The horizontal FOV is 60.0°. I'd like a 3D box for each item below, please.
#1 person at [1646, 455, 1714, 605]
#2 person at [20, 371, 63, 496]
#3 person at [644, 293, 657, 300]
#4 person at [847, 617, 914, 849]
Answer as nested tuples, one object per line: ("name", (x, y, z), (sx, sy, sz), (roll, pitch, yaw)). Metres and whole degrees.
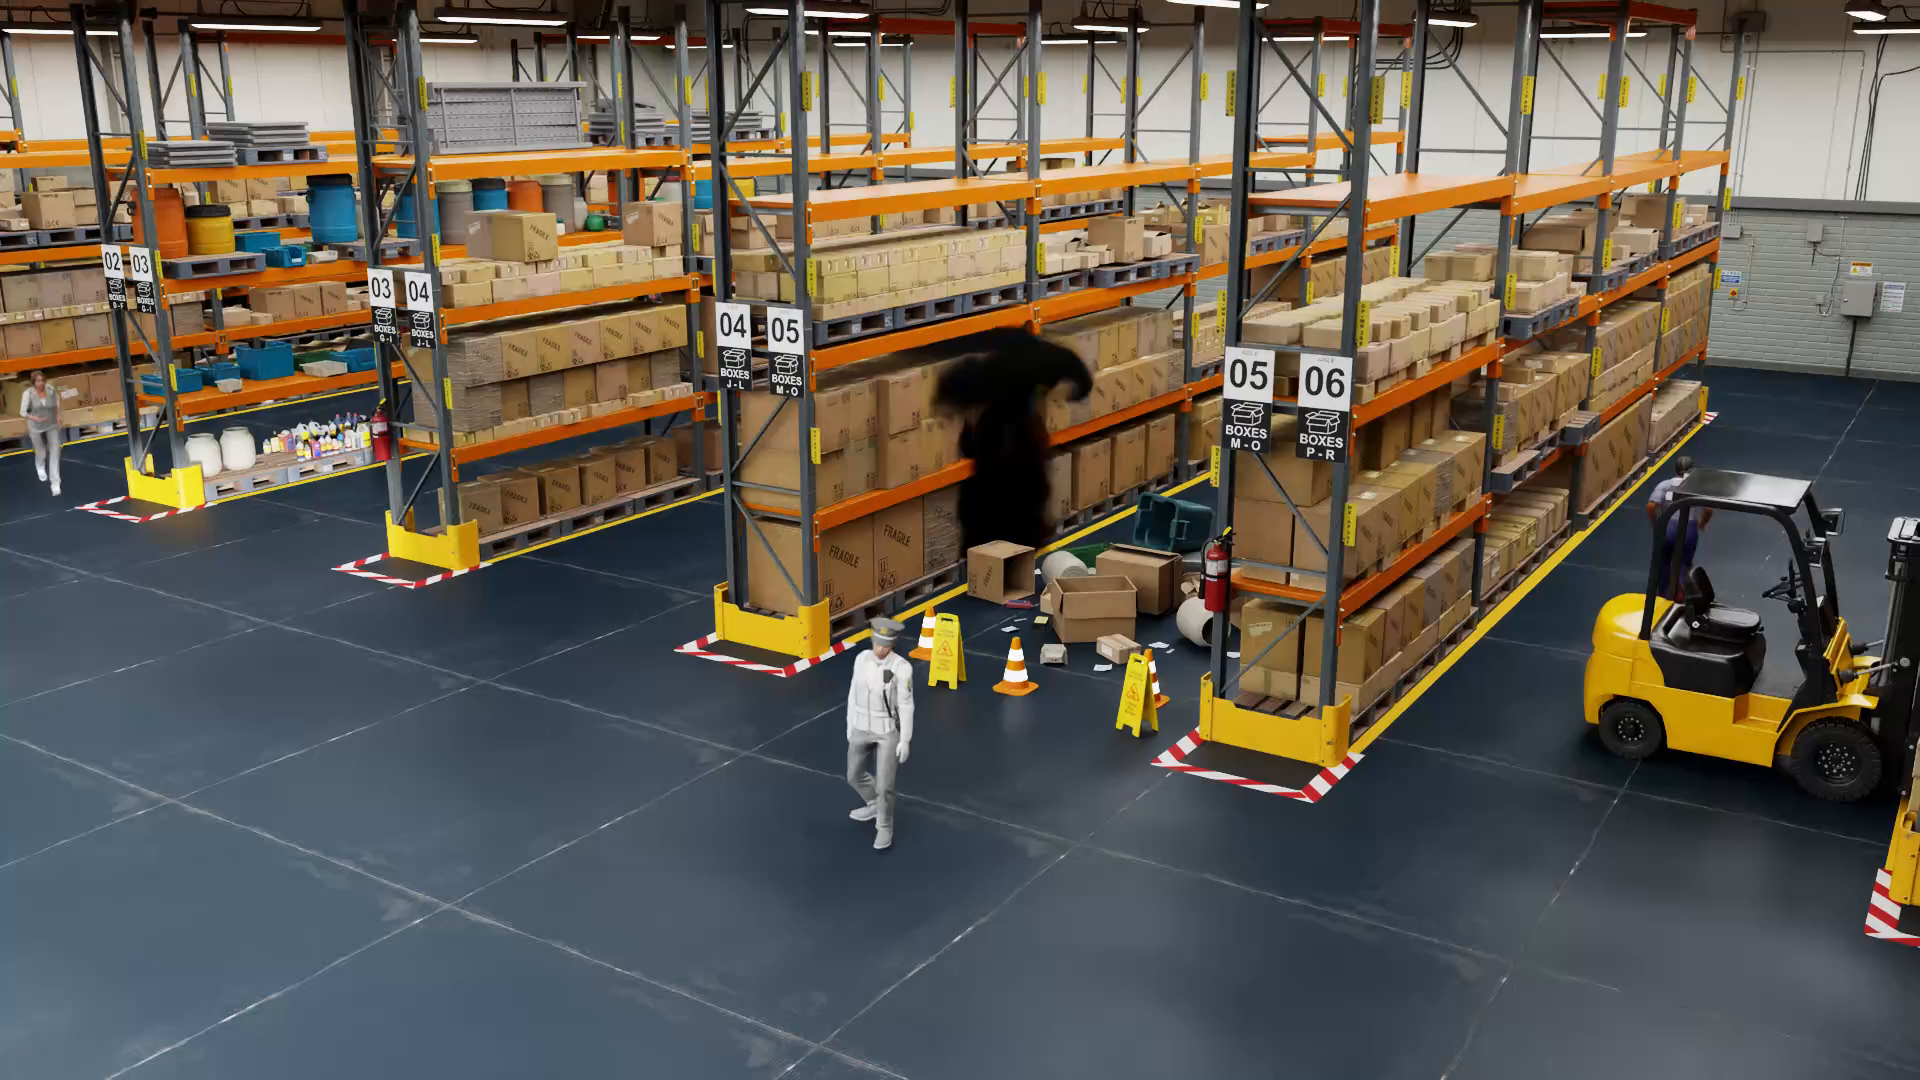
("person", (7.072, -0.033, 16.415), (0.614, 1.589, 0.649), (6, 17, 20))
("person", (-11.776, -1.387, 21.374), (0.510, 1.578, 0.904), (-12, 20, -37))
("person", (-5.947, -4.374, 31.564), (0.640, 1.740, 0.777), (10, 18, 31))
("person", (-0.561, 1.275, 11.476), (0.595, 1.602, 0.484), (7, 17, 25))
